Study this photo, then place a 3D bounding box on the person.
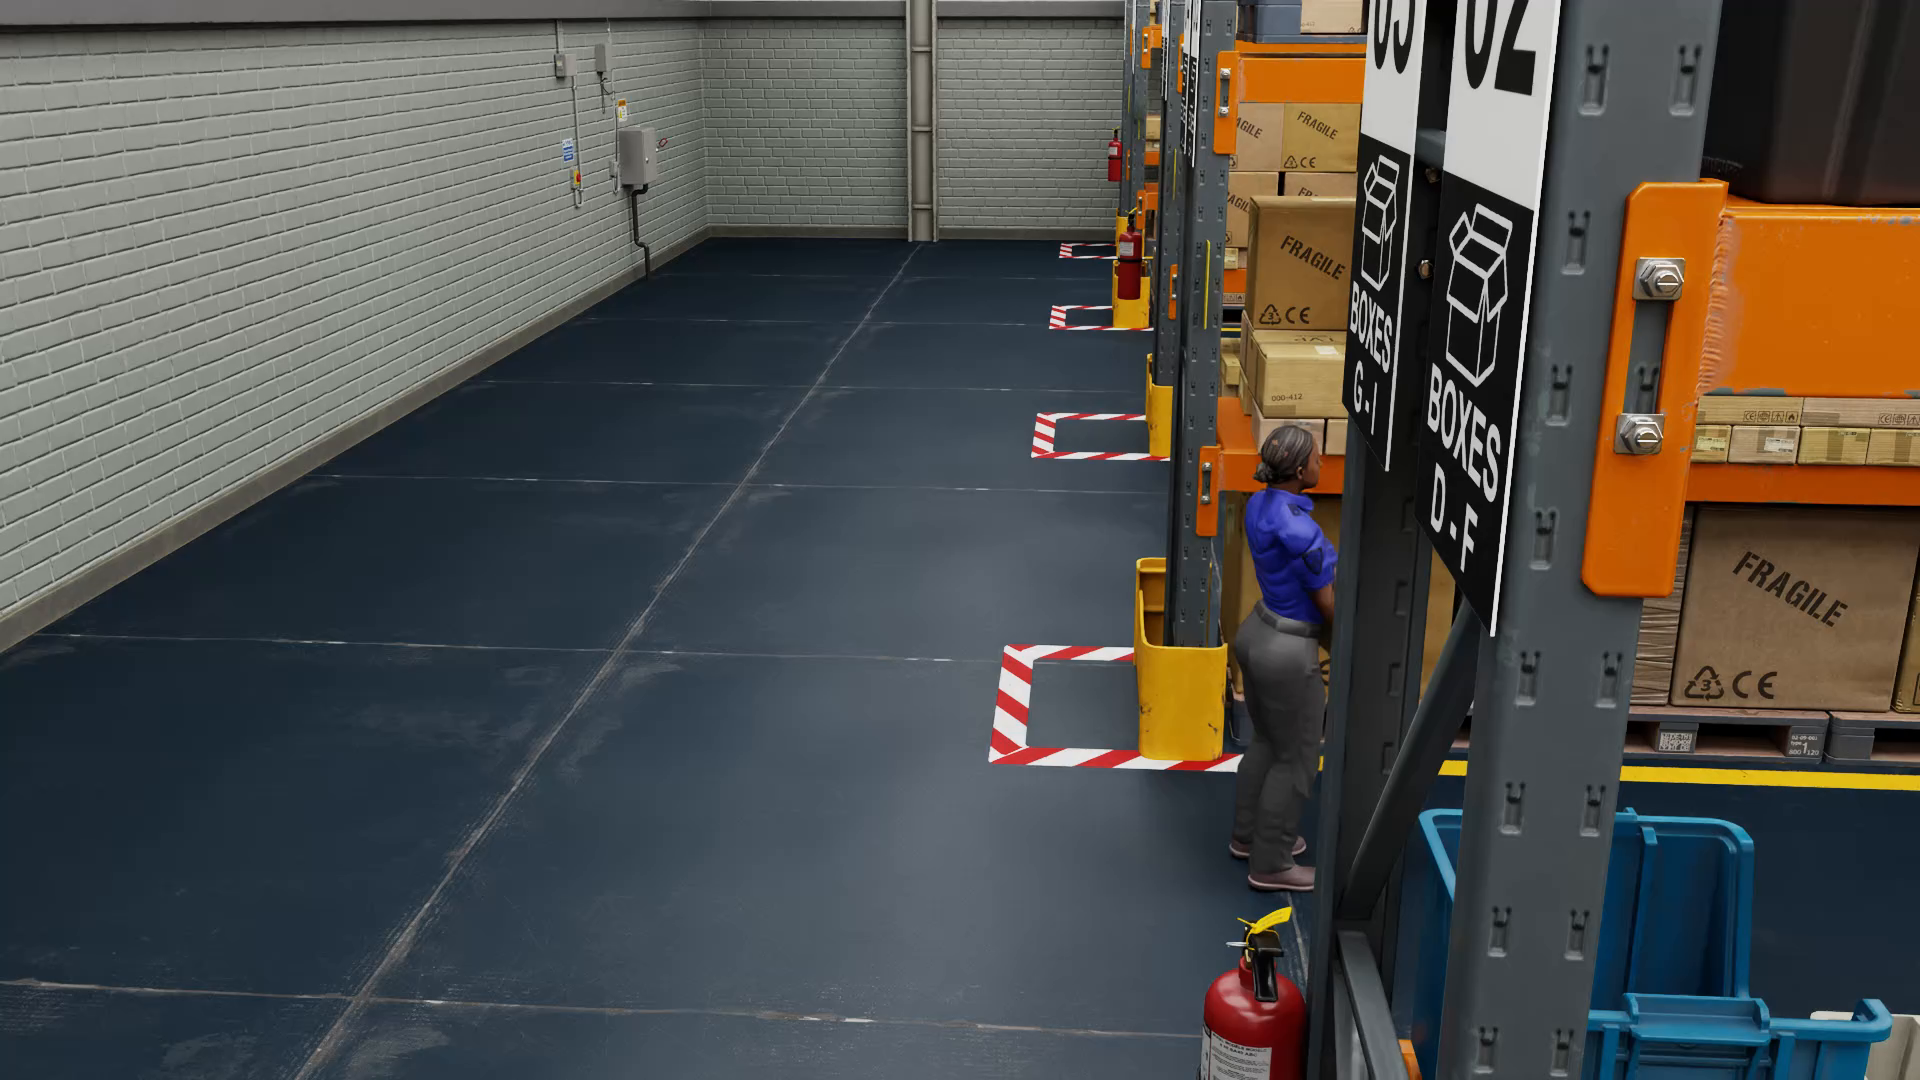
[{"bbox_3d":[1.218,0.404,5.804,0.505,1.656,0.436,-3,18,-10],"label":"person"}]
